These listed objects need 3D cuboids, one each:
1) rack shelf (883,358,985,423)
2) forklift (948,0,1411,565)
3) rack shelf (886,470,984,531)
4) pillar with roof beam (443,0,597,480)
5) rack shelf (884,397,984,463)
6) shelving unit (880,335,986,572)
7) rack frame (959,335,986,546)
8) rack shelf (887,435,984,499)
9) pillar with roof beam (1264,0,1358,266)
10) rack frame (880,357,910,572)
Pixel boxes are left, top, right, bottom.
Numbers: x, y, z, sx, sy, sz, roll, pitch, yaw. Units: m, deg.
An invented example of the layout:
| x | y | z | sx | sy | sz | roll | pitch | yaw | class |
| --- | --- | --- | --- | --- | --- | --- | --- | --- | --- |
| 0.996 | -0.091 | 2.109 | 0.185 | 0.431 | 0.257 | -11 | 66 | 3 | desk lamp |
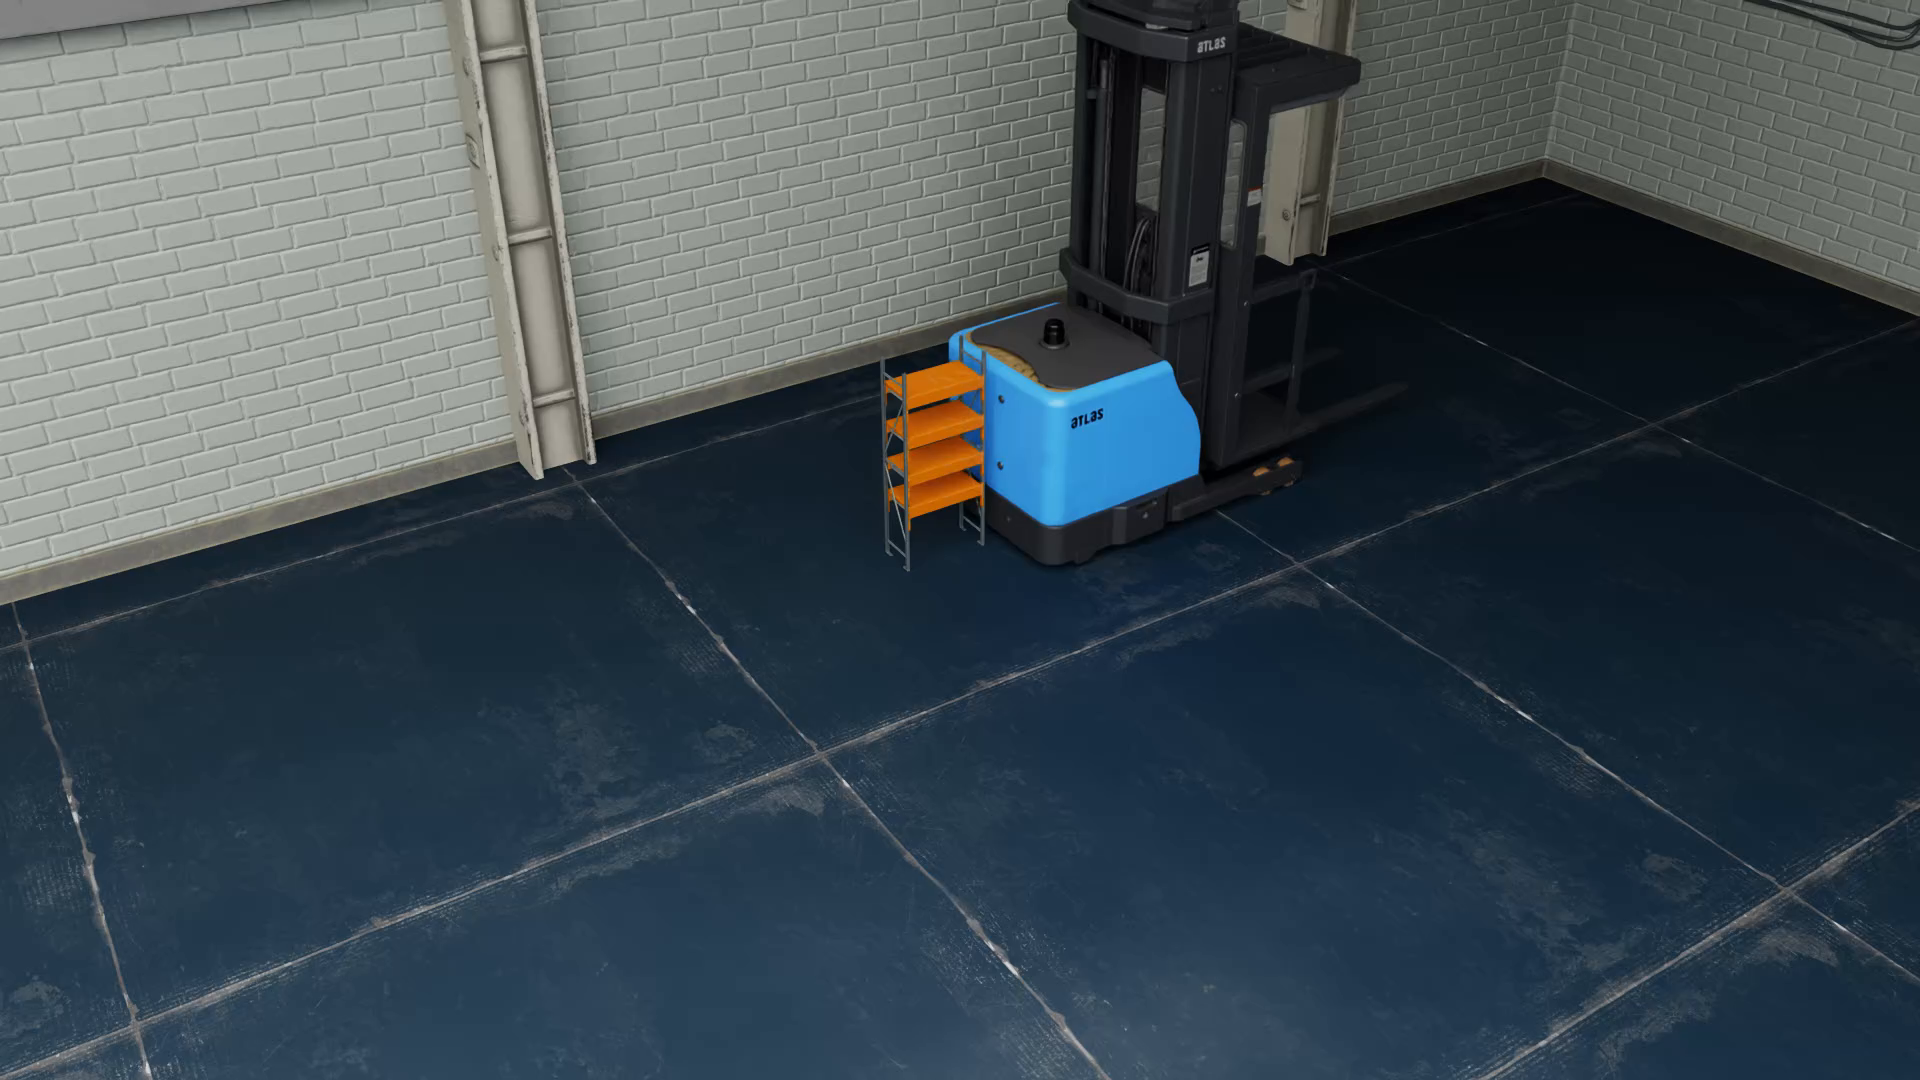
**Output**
| x | y | z | sx | sy | sz | roll | pitch | yaw | class |
| --- | --- | --- | --- | --- | --- | --- | --- | --- | --- |
| -0.139 | -0.792 | 8.766 | 0.480 | 0.148 | 0.258 | -19 | 37 | -27 | rack shelf |
| 1.421 | -1.711 | 9.337 | 3.031 | 2.935 | 1.130 | -21 | 38 | -29 | forklift |
| -0.139 | -0.235 | 9.117 | 0.480 | 0.148 | 0.258 | -19 | 37 | -27 | rack shelf |
| -0.122 | -2.360 | 4.679 | 0.400 | 9.000 | 9.100 | -19 | 37 | -27 | pillar with roof beam |
| -0.139 | -0.592 | 8.892 | 0.480 | 0.148 | 0.258 | -19 | 37 | -27 | rack shelf |
| -0.139 | -0.460 | 8.976 | 0.503 | 1.200 | 0.258 | -19 | 37 | -27 | shelving unit |
| 0.066 | -0.530 | 9.087 | 0.015 | 1.200 | 0.240 | -19 | 37 | -27 | rack frame |
| -0.139 | -0.403 | 9.011 | 0.480 | 0.148 | 0.258 | -19 | 37 | -27 | rack shelf |
| 4.921 | -4.095 | 7.428 | 0.400 | 9.000 | 9.100 | -19 | 37 | -27 | pillar with roof beam |
| -0.344 | -0.389 | 8.864 | 0.015 | 1.200 | 0.240 | -19 | 37 | -27 | rack frame |
